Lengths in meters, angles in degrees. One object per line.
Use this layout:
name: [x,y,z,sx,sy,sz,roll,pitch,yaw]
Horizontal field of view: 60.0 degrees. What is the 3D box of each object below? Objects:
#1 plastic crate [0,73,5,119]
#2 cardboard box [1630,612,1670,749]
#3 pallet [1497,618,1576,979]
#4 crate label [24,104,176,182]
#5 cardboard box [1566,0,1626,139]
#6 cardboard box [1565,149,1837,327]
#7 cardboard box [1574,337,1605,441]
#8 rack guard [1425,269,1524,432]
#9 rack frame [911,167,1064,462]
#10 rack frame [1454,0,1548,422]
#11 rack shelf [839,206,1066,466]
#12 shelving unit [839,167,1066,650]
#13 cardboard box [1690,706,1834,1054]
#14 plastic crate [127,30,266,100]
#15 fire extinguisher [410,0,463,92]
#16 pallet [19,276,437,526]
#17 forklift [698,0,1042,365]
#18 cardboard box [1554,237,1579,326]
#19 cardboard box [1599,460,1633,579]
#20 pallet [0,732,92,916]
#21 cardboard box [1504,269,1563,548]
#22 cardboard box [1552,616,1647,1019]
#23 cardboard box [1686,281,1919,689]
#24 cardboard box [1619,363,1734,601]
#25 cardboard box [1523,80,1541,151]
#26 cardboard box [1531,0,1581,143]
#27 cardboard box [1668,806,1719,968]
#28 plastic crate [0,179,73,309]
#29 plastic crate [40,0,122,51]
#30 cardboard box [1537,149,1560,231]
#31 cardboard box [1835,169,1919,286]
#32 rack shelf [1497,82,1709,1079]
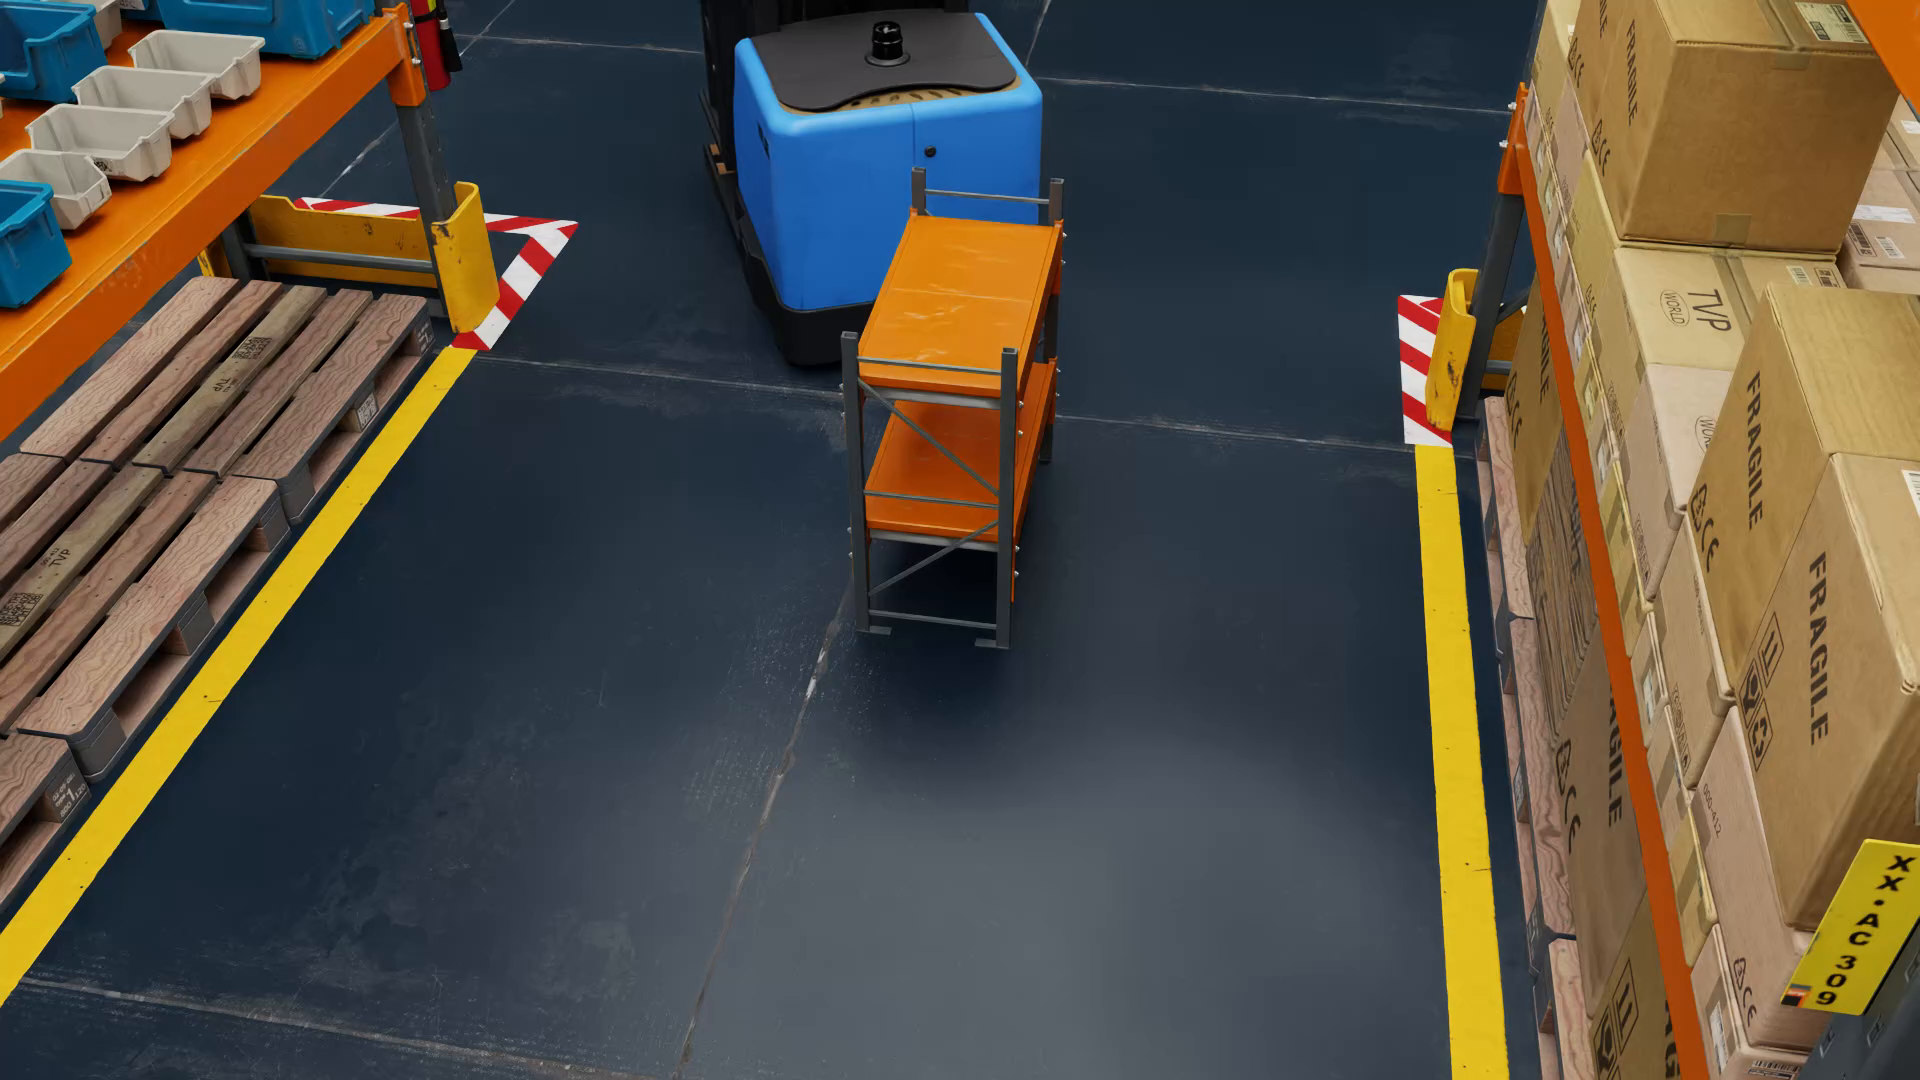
plastic crate: [-3.139,-1.331,5.166,0.250,0.136,0.298,6,40,8]
cardboard box: [1.532,0.296,3.235,0.380,0.149,0.250,7,40,9]
pallet: [2.086,0.749,4.679,1.003,0.211,1.213,6,40,8]
crate label: [-2.569,-1.178,4.981,0.396,0.136,0.243,6,40,8]
cardboard box: [1.925,-1.360,4.337,0.500,0.500,0.500,5,40,7]
cardboard box: [1.838,-0.743,4.179,0.500,0.250,0.500,5,40,6]
cardboard box: [1.710,-0.351,4.018,0.380,0.149,0.250,5,40,7]
rack guard: [2.365,-0.652,6.146,1.175,0.500,0.348,6,40,8]
rack frame: [0.089,-0.757,5.783,0.500,1.125,0.032,6,40,8]
rack frame: [2.361,-1.600,5.331,1.000,3.000,0.127,6,40,8]
rack shelf: [0.001,-0.663,5.210,0.538,0.278,1.000,6,40,8]
shelving unit: [0.001,-0.438,5.397,0.538,1.125,1.048,6,40,8]
cardboard box: [1.487,0.548,2.618,0.500,0.250,0.500,6,40,7]
plastic crate: [-2.480,-1.536,5.413,0.396,0.136,0.243,6,40,8]
fire extinguisher: [-2.044,-2.017,6.189,0.296,0.674,0.183,6,40,8]
pallet: [-2.698,-0.558,6.259,1.003,0.211,1.213,6,40,8]
forklift: [-0.570,-2.756,6.783,1.130,2.935,3.031,-10,41,-12]
cardboard box: [1.799,-0.672,4.405,0.380,0.149,0.250,6,40,7]
cardboard box: [1.621,-0.027,3.625,0.380,0.149,0.250,6,40,7]
pallet: [-3.120,0.973,4.407,1.003,0.211,1.213,6,40,8]
cardboard box: [2.329,-0.532,5.378,0.875,0.875,0.875,6,40,8]
cardboard box: [2.017,0.597,4.011,0.875,0.875,0.875,6,40,8]
cardboard box: [1.576,-0.067,2.773,0.500,0.500,0.500,7,40,8]
cardboard box: [1.662,-0.098,3.398,0.500,0.250,0.500,7,40,9]
cardboard box: [1.974,-1.317,5.186,0.380,0.149,0.250,7,40,8]
cardboard box: [2.012,-1.385,4.956,0.500,0.250,0.500,5,40,6]
cardboard box: [1.443,0.618,2.846,0.380,0.149,0.250,7,40,9]
plastic crate: [-2.620,-0.787,4.433,0.416,0.233,0.300,6,40,8]
plastic crate: [-3.021,-1.757,5.680,0.250,0.136,0.298,6,40,8]
cardboard box: [1.888,-0.995,4.796,0.380,0.149,0.250,6,40,7]
cardboard box: [2.362,-0.686,4.109,0.500,0.250,0.500,5,40,6]
rack shelf: [2.015,-0.067,4.042,1.077,0.370,4.000,6,40,8]
